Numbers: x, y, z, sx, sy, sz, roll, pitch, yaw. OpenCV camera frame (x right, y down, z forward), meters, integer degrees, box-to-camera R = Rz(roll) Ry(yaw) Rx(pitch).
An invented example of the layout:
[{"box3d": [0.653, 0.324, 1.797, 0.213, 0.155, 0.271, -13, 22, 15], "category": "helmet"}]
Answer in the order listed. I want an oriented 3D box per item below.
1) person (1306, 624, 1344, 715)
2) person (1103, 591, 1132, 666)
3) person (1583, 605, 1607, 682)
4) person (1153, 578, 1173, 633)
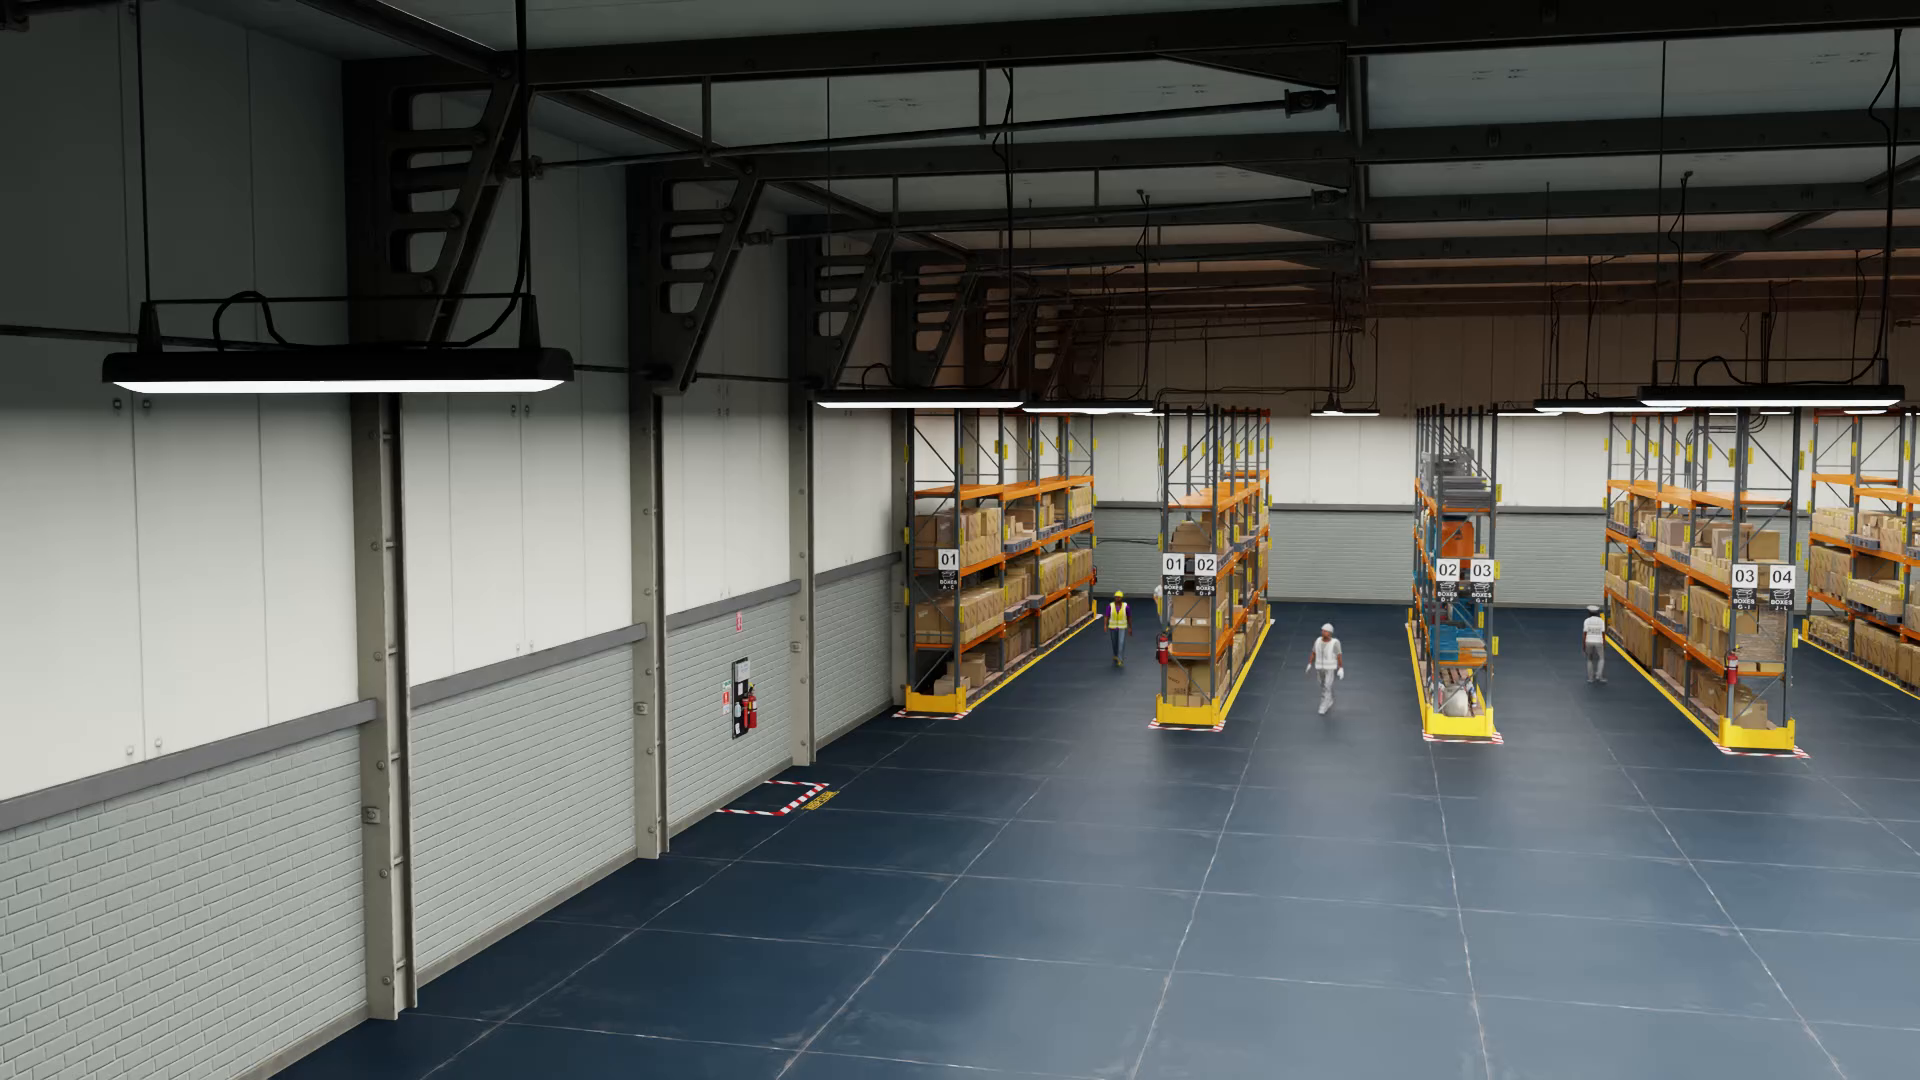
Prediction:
[{"box3d": [7.106, 2.495, 32.375, 0.674, 1.730, 1.095, 3, 5, 33], "category": "person"}, {"box3d": [3.668, 2.045, 38.689, 0.642, 1.714, 1.093, 1, 4, 11], "category": "person"}, {"box3d": [13.769, 2.268, 36.073, 0.500, 1.673, 0.521, 1, 4, 14], "category": "person"}, {"box3d": [5.423, 1.751, 43.757, 0.635, 1.579, 0.748, 2, 5, 23], "category": "person"}]
